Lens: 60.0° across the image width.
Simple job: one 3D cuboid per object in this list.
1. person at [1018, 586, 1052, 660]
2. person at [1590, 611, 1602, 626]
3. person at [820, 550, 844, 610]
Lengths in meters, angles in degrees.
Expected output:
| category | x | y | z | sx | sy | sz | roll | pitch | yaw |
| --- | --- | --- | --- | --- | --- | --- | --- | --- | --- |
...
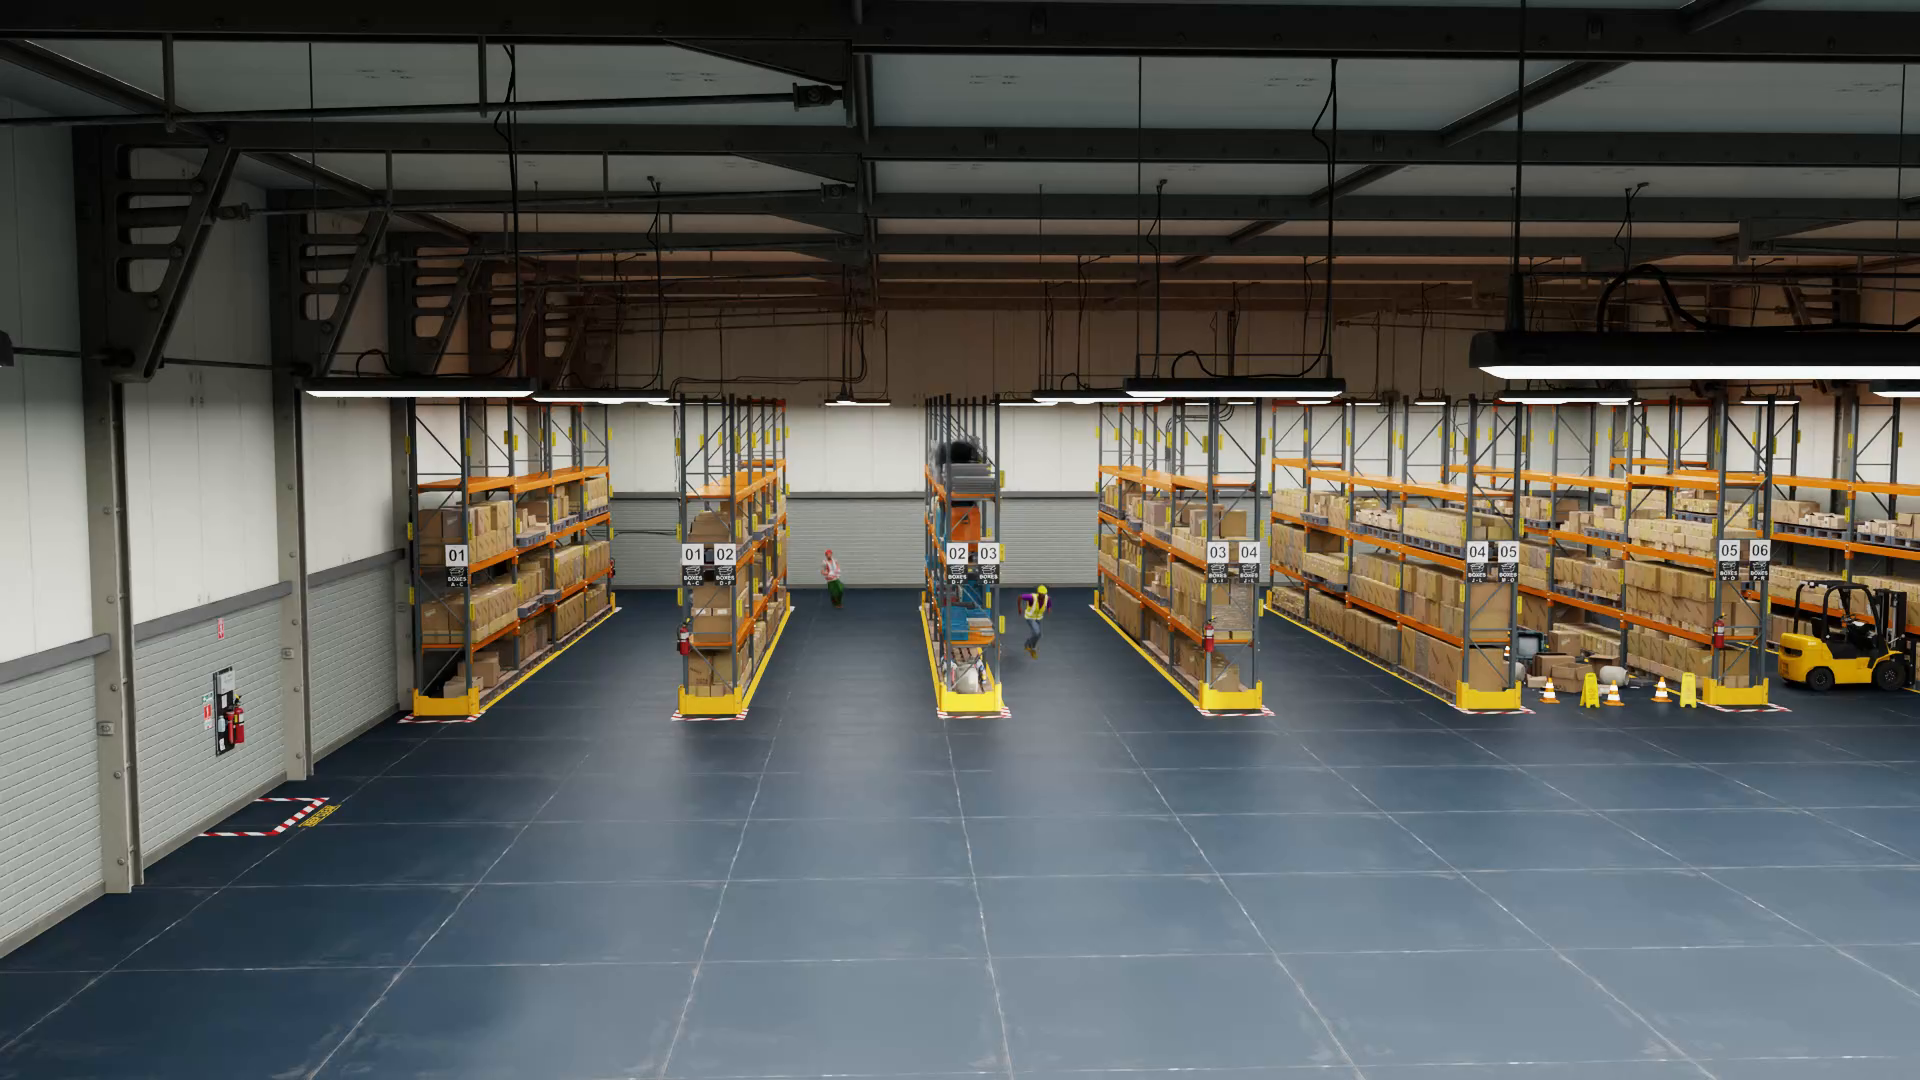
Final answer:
| category | x | y | z | sx | sy | sz | roll | pitch | yaw |
| --- | --- | --- | --- | --- | --- | --- | --- | --- | --- |
| person | 1.647 | 1.827 | 37.111 | 0.740 | 1.681 | 0.967 | -2 | 5 | -26 |
| person | 16.420 | 1.536 | 43.186 | 0.622 | 1.574 | 0.860 | -3 | 5 | -30 |
| person | -3.635 | 1.134 | 47.144 | 0.719 | 1.747 | 0.639 | -3 | 5 | -29 |
